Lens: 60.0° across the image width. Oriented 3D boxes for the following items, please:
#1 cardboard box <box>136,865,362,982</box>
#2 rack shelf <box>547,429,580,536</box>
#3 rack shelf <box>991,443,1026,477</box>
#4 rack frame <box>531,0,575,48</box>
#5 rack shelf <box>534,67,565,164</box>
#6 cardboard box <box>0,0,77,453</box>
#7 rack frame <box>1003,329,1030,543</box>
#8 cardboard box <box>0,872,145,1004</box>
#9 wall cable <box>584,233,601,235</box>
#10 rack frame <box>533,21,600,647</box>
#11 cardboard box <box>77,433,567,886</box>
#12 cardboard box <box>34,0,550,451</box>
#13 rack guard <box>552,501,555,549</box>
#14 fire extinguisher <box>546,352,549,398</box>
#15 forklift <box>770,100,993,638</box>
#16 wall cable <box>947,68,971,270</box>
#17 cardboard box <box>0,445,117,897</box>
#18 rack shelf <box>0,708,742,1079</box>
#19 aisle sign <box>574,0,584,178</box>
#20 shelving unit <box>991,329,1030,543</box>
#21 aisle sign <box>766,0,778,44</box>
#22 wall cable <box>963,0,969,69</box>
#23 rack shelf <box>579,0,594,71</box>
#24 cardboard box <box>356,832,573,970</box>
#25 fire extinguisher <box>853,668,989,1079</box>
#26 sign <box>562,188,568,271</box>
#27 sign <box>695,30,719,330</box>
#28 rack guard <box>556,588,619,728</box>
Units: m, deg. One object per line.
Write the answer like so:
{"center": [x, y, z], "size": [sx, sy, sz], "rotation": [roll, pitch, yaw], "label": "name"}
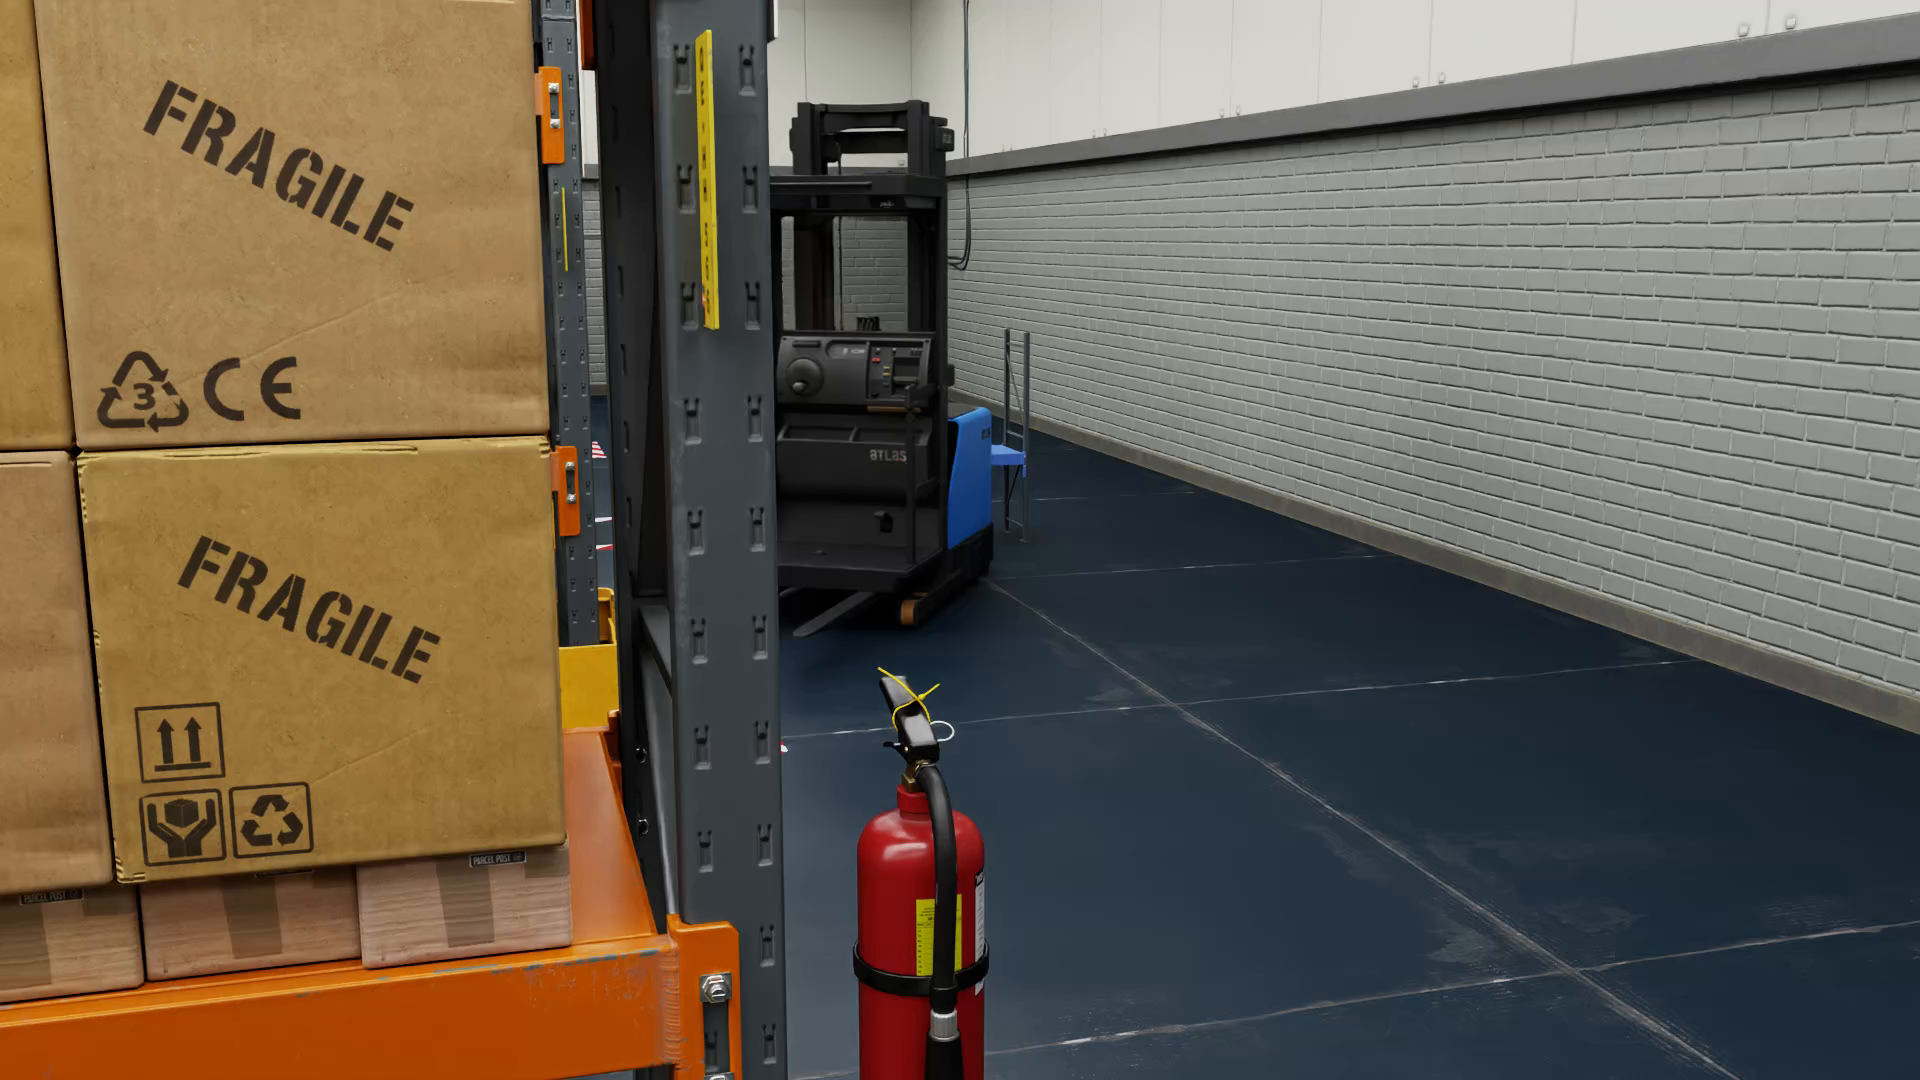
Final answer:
{"center": [-0.906, 0.418, 2.183], "size": [0.250, 0.149, 0.380], "rotation": [-3, 11, -16], "label": "cardboard box"}
{"center": [-3.632, -0.189, 6.776], "size": [4.000, 0.370, 1.077], "rotation": [-3, 11, -16], "label": "rack shelf"}
{"center": [-0.082, -0.556, 11.920], "size": [1.000, 0.185, 0.538], "rotation": [-3, 11, -16], "label": "rack shelf"}
{"center": [-1.712, -3.595, 6.718], "size": [0.127, 3.000, 1.000], "rotation": [-3, 11, -16], "label": "rack frame"}
{"center": [-3.632, -1.664, 6.505], "size": [4.000, 0.370, 1.077], "rotation": [-3, 11, -16], "label": "rack shelf"}
{"center": [-1.279, -0.372, 1.923], "size": [0.500, 0.500, 0.500], "rotation": [-3, 11, -18], "label": "cardboard box"}
{"center": [0.406, -0.759, 12.027], "size": [0.032, 1.500, 0.500], "rotation": [-3, 11, -16], "label": "rack frame"}
{"center": [-1.143, 0.434, 2.100], "size": [0.250, 0.149, 0.380], "rotation": [-3, 11, -17], "label": "cardboard box"}
{"center": [-4.901, -3.956, 22.446], "size": [1.851, 1.984, 0.084], "rotation": [-3, 11, -16], "label": "wall cable"}
{"center": [-1.712, -0.644, 7.261], "size": [0.127, 3.000, 1.000], "rotation": [-3, 11, -16], "label": "rack frame"}
{"center": [-0.782, 0.095, 2.147], "size": [0.500, 0.500, 0.500], "rotation": [-3, 11, -15], "label": "cardboard box"}
{"center": [-0.793, -0.398, 2.062], "size": [0.500, 0.500, 0.500], "rotation": [-3, 11, -17], "label": "cardboard box"}
{"center": [-3.077, -0.279, 12.183], "size": [0.348, 0.500, 1.175], "rotation": [-3, 11, -16], "label": "rack guard"}
{"center": [-2.825, -1.212, 11.591], "size": [0.183, 0.674, 0.296], "rotation": [-3, 11, -16], "label": "fire extinguisher"}
{"center": [-0.677, -1.025, 9.519], "size": [1.130, 2.935, 3.031], "rotation": [3, 11, 16], "label": "forklift"}
{"center": [-0.335, -4.875, 22.248], "size": [0.112, 2.526, 3.097], "rotation": [-3, 11, -16], "label": "wall cable"}
{"center": [-1.278, 0.120, 2.010], "size": [0.500, 0.500, 0.500], "rotation": [-3, 11, -17], "label": "cardboard box"}
{"center": [-2.343, 0.678, 2.065], "size": [4.000, 0.370, 1.077], "rotation": [-3, 11, -16], "label": "rack shelf"}
{"center": [-1.559, -1.874, 6.762], "size": [0.004, 0.787, 0.394], "rotation": [-3, 11, -16], "label": "aisle sign"}
{"center": [-0.082, -0.733, 11.887], "size": [1.048, 1.500, 0.538], "rotation": [-3, 11, -16], "label": "shelving unit"}
{"center": [-0.269, -1.007, 2.051], "size": [0.004, 0.787, 0.394], "rotation": [-3, 11, -16], "label": "aisle sign"}
{"center": [0.421, -6.888, 19.236], "size": [0.112, 2.526, 3.097], "rotation": [-3, 11, -16], "label": "wall cable"}
{"center": [-2.343, -0.797, 1.793], "size": [4.000, 0.370, 1.077], "rotation": [-3, 11, -16], "label": "rack shelf"}
{"center": [-0.657, 0.412, 2.216], "size": [0.250, 0.149, 0.380], "rotation": [-3, 11, -16], "label": "cardboard box"}
{"center": [-0.052, 0.512, 2.224], "size": [0.183, 0.674, 0.296], "rotation": [-3, 11, -16], "label": "fire extinguisher"}
{"center": [-1.574, -1.235, 6.618], "size": [0.005, 0.325, 0.100], "rotation": [-3, 11, -16], "label": "sign"}
{"center": [-0.287, -0.404, 1.887], "size": [0.005, 0.325, 0.100], "rotation": [-3, 11, -16], "label": "sign"}
{"center": [-1.689, 0.584, 7.494], "size": [0.348, 0.500, 1.175], "rotation": [-3, 11, -16], "label": "rack guard"}
